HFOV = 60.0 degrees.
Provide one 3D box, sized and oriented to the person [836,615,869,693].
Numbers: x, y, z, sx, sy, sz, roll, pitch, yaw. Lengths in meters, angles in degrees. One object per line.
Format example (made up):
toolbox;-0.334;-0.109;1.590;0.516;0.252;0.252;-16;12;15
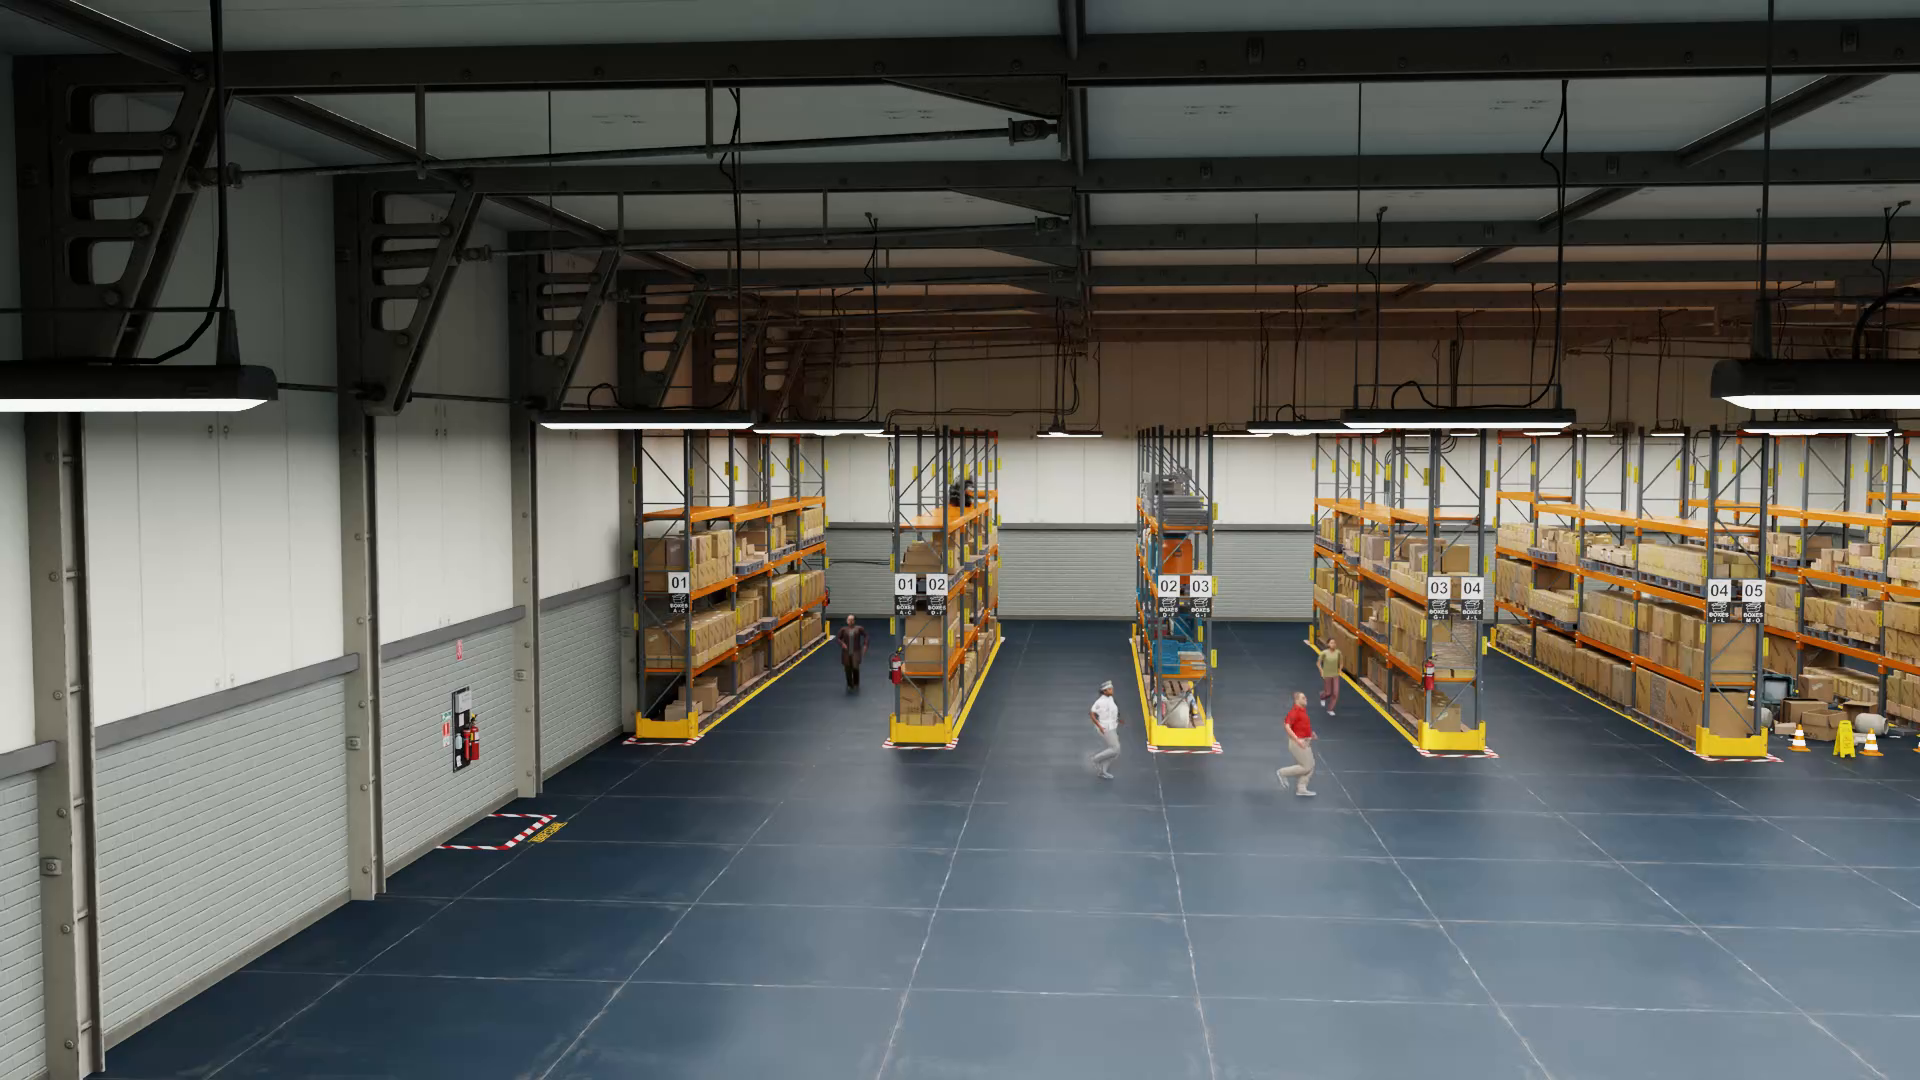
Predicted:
person;-2.439;2.595;37.594;0.732;1.798;0.744;0;3;0

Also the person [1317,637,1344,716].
person;7.735;2.829;34.767;0.569;1.621;0.622;0;3;-5

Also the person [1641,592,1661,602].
person;19.541;2.008;47.232;0.780;1.821;0.695;0;3;5

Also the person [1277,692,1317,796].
person;5.426;3.274;26.733;0.622;1.674;0.679;1;4;22

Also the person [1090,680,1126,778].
person;2.532;3.208;28.159;0.548;1.655;0.575;2;4;29
